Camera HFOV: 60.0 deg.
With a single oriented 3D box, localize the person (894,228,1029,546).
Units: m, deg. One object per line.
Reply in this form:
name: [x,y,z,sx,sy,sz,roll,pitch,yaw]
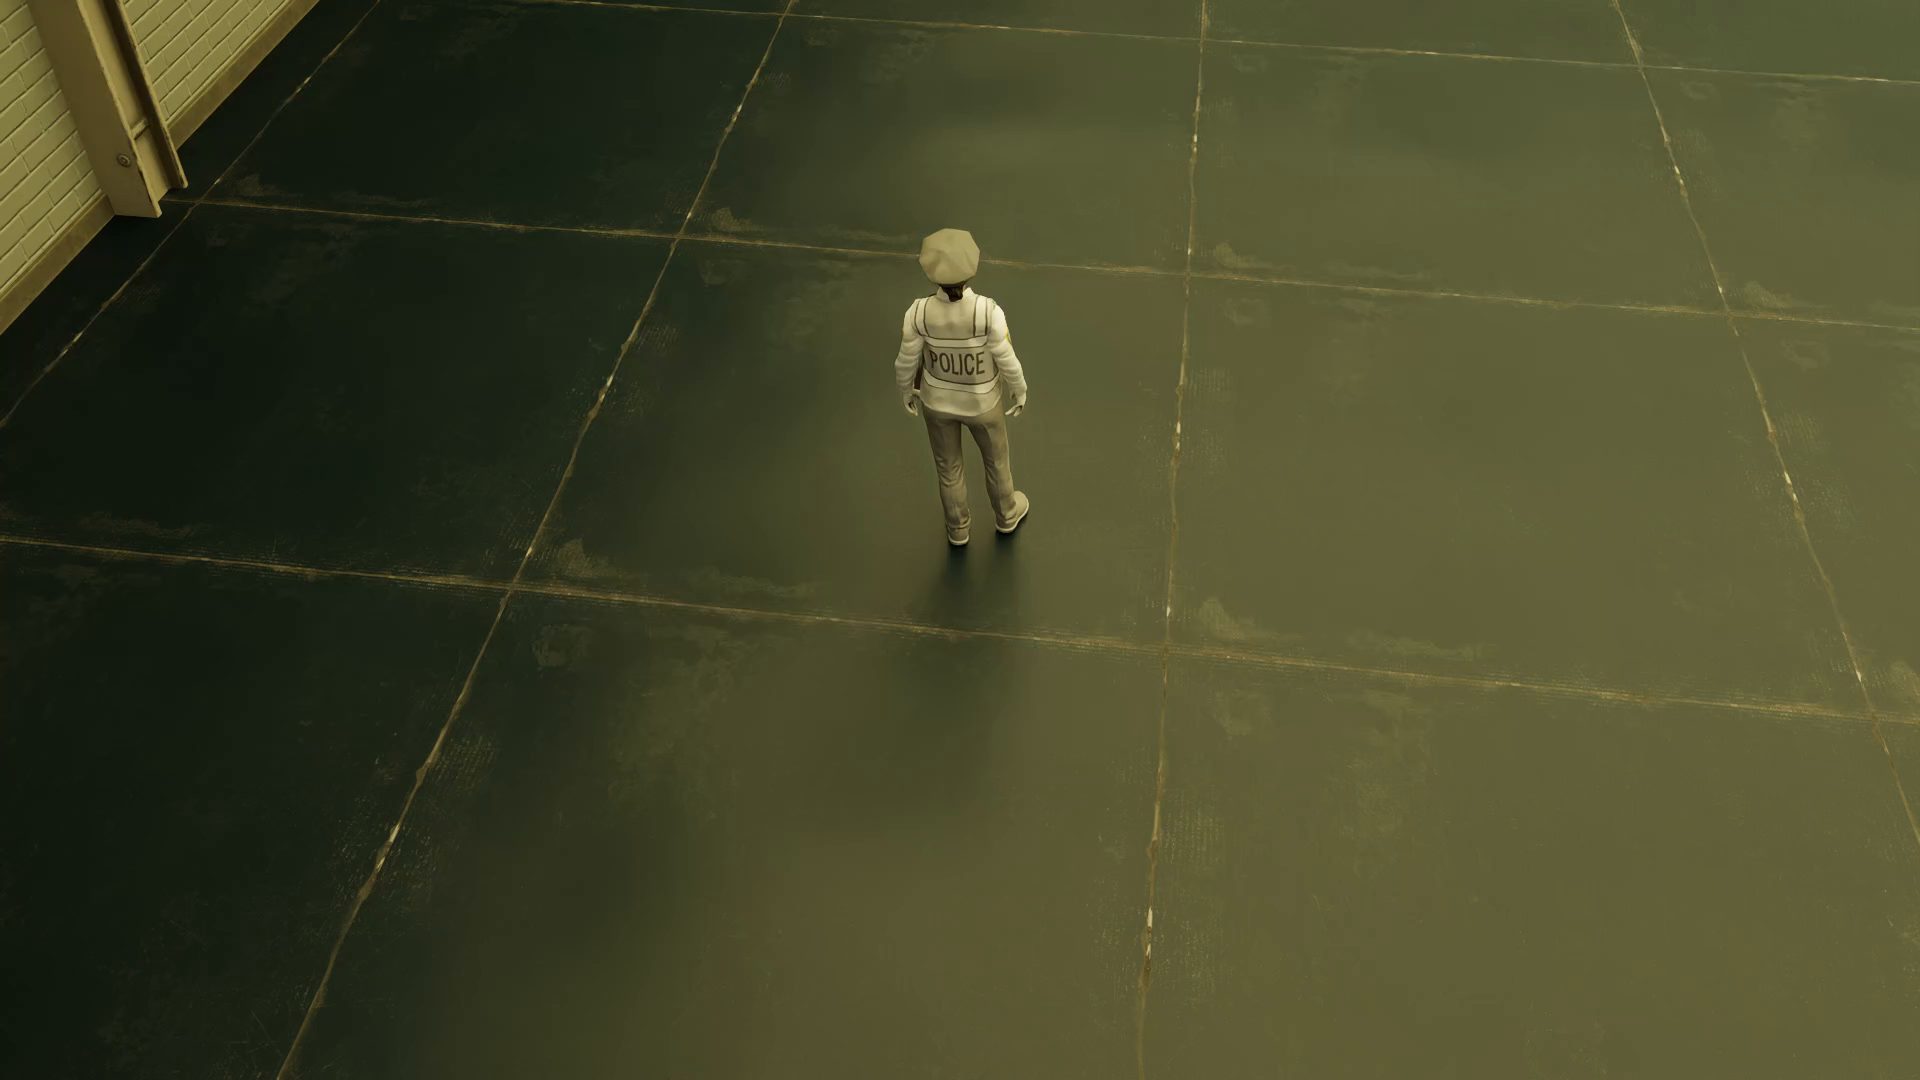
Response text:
person: [0.016,-0.675,7.362,0.587,1.694,0.530,5,43,6]
